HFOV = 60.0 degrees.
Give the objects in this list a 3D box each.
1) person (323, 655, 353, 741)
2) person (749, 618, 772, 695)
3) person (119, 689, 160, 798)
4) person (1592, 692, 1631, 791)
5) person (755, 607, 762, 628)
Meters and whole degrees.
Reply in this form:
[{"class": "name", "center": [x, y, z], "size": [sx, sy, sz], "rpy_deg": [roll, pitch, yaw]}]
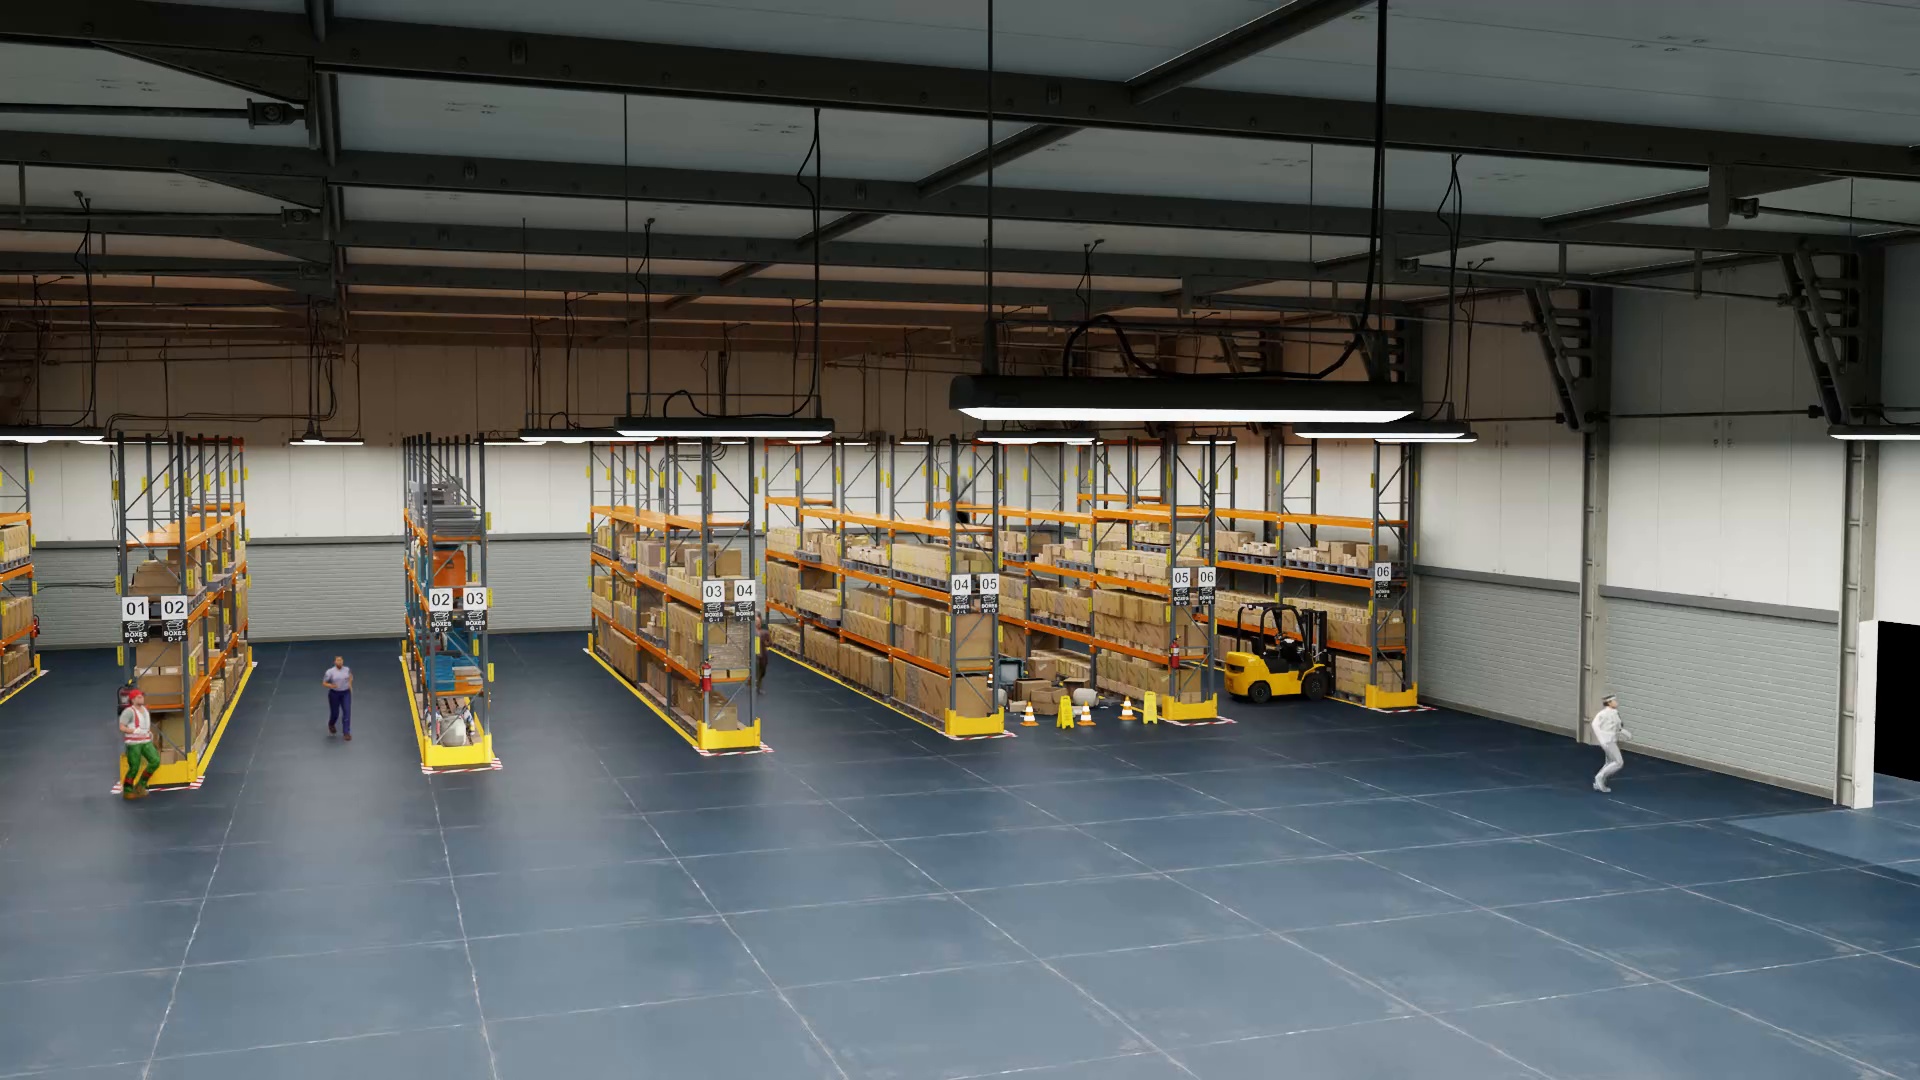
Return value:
[{"class": "person", "center": [-12.196, 3.082, 32.674], "size": [0.609, 1.648, 0.921], "rpy_deg": [-2, 4, -35]}, {"class": "person", "center": [-4.712, 2.686, 38.658], "size": [0.715, 1.754, 1.021], "rpy_deg": [-2, 4, -27]}, {"class": "person", "center": [-13.362, 3.326, 27.119], "size": [0.586, 1.774, 0.666], "rpy_deg": [1, 3, 20]}, {"class": "person", "center": [10.839, 3.354, 27.619], "size": [0.552, 1.662, 0.616], "rpy_deg": [2, 4, 35]}, {"class": "person", "center": [-5.606, 2.404, 44.654], "size": [0.588, 1.735, 0.920], "rpy_deg": [-1, 3, -19]}]
